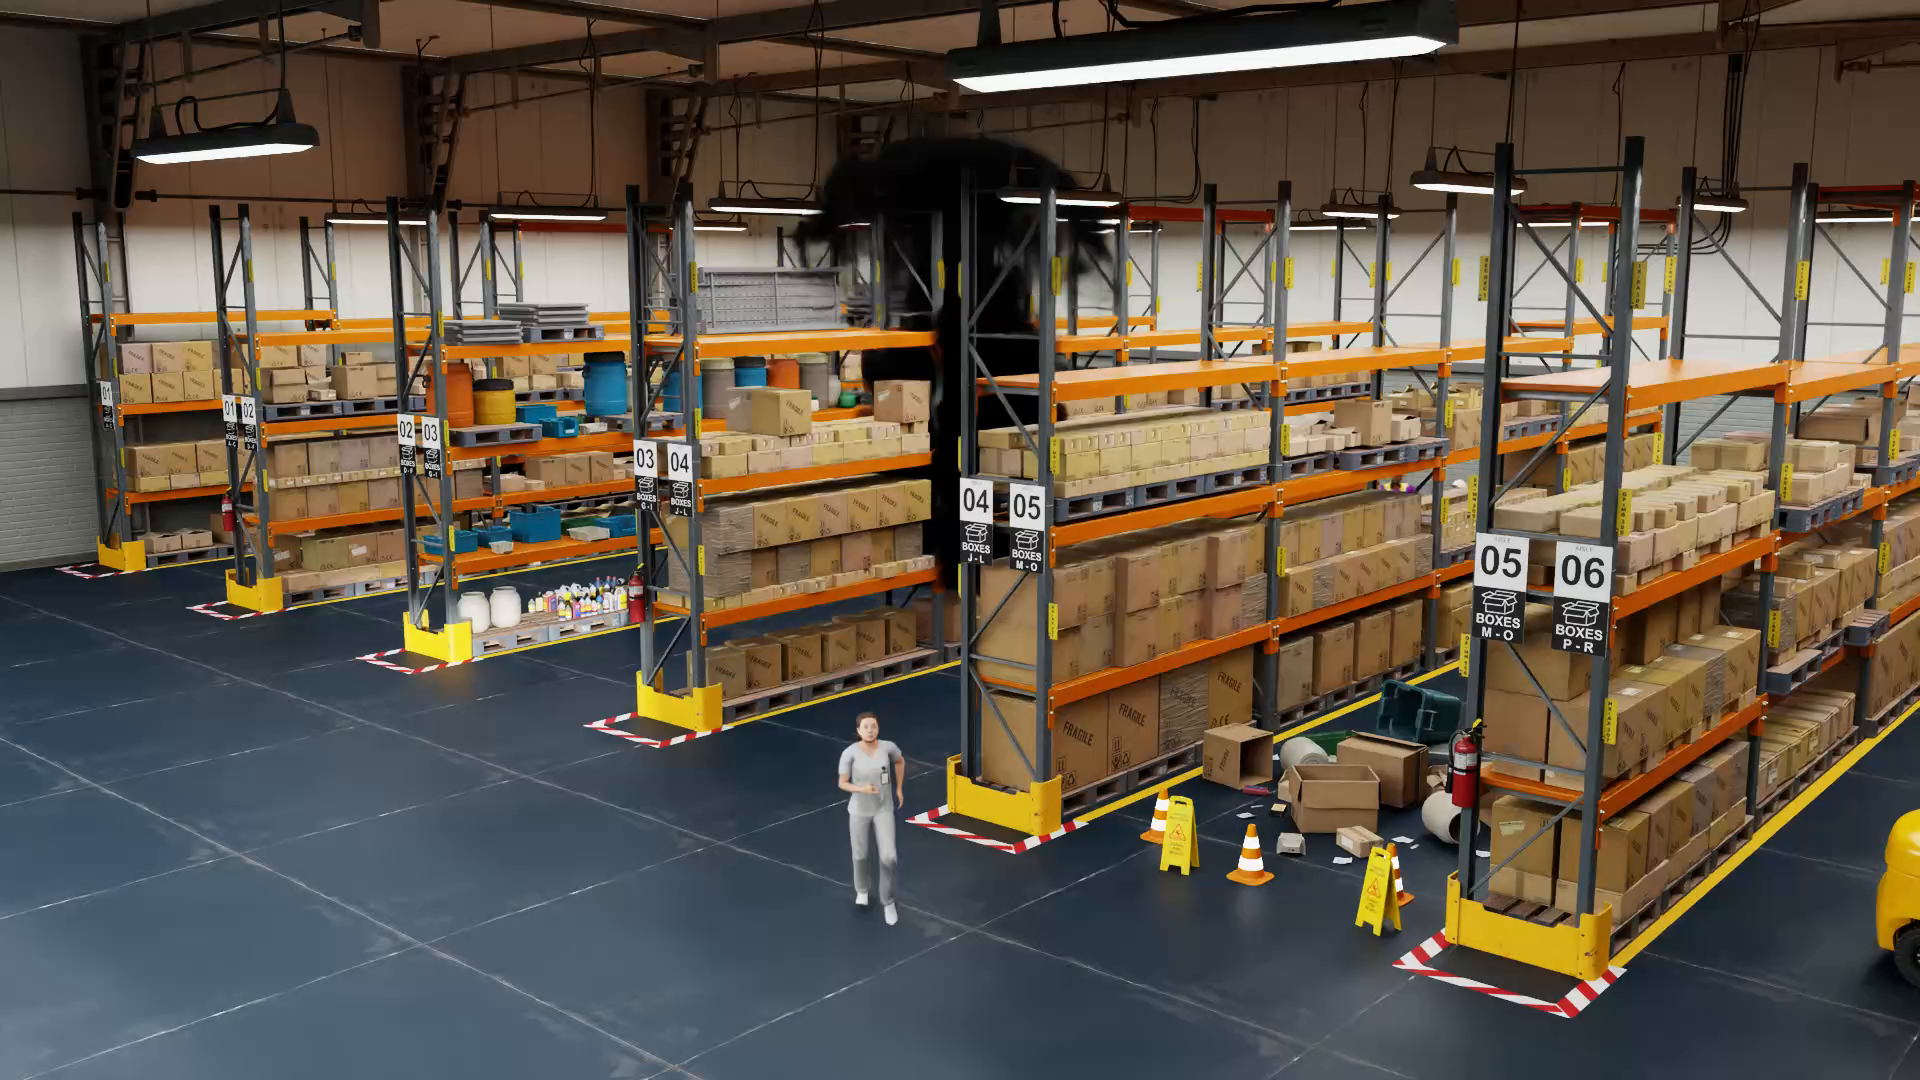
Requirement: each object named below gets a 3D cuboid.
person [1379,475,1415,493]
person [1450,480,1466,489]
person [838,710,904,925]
[{"bbox_3d":[7.329,-0.343,28.083,0.686,1.762,0.648,5,11,28],"label":"person"},{"bbox_3d":[8.031,-0.103,26.729,0.648,1.739,0.681,-9,13,-43],"label":"person"},{"bbox_3d":[-0.690,2.185,13.166,0.547,1.712,0.722,-1,10,-8],"label":"person"}]
